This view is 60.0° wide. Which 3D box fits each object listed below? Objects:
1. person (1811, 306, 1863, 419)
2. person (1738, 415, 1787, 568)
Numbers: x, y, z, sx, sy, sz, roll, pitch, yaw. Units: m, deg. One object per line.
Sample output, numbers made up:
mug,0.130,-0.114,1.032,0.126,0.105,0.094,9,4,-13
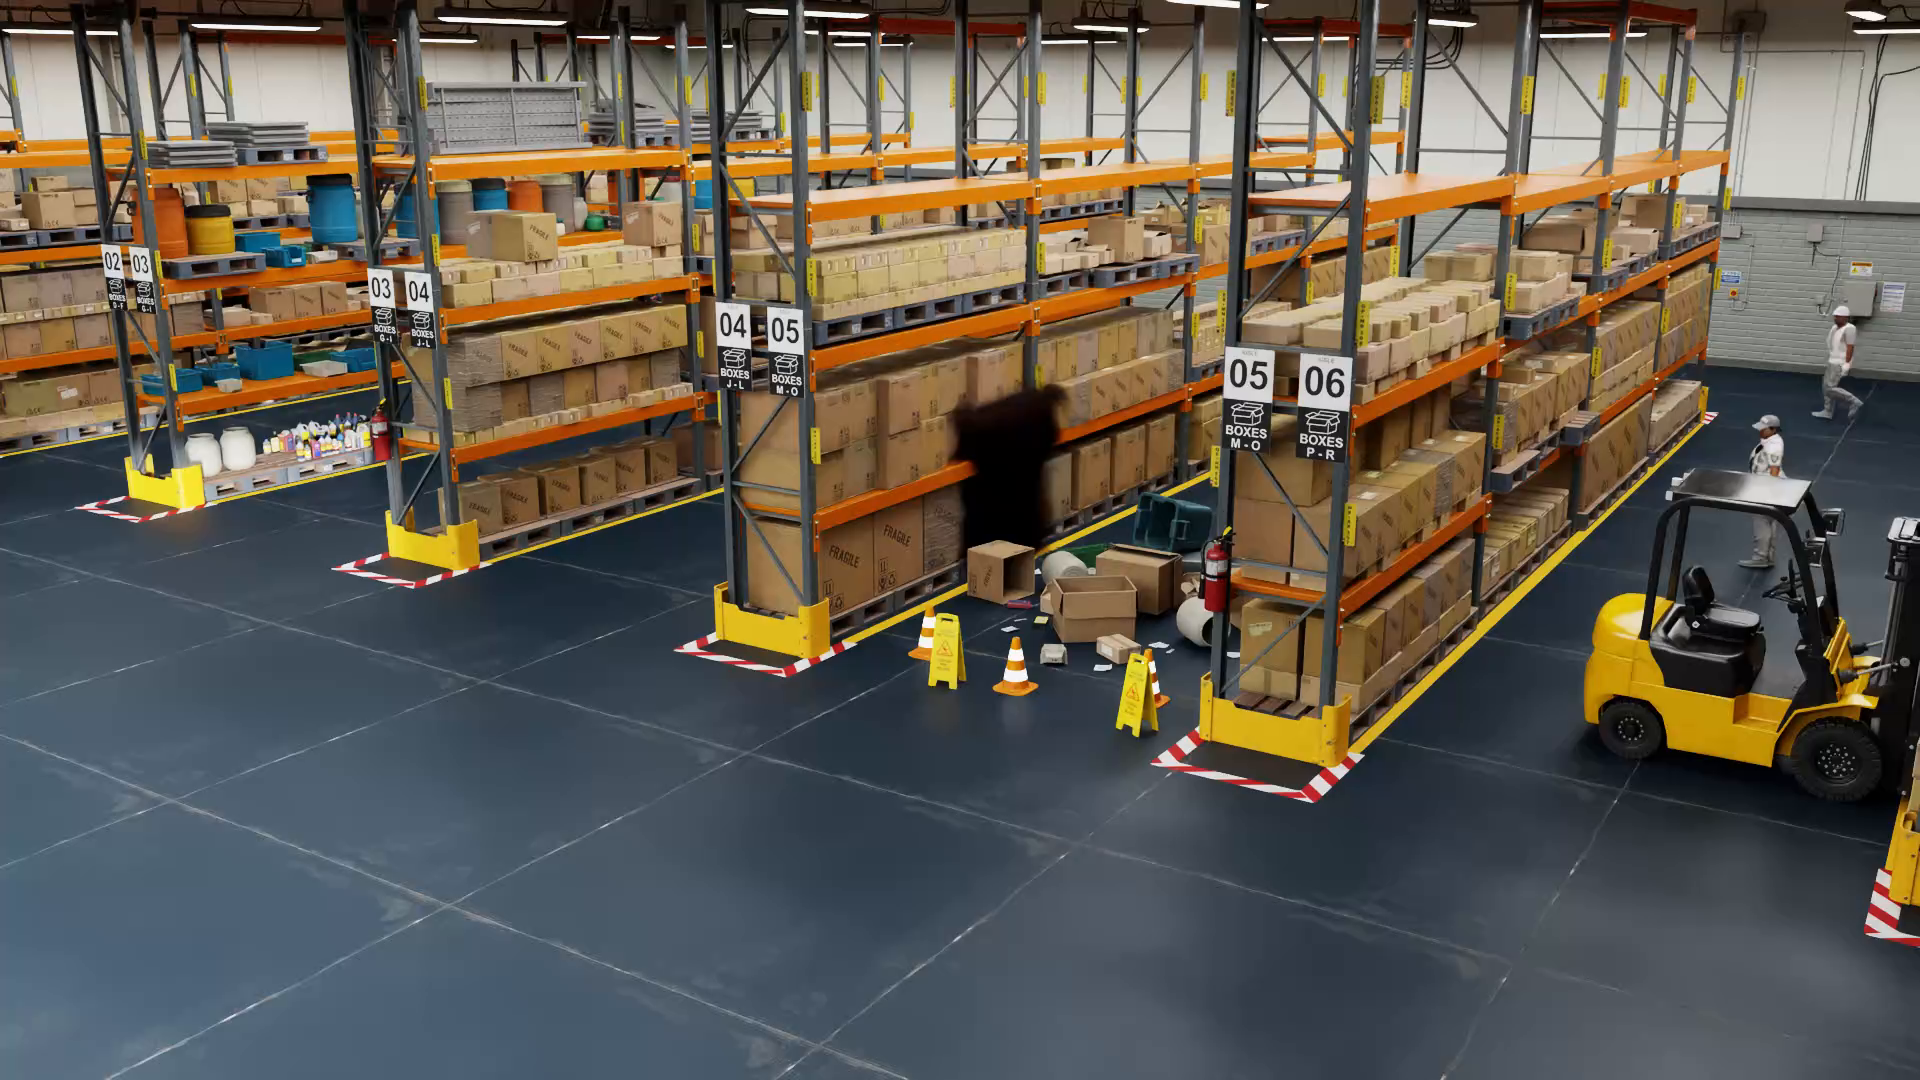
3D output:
person,13.663,-2.732,25.709,0.708,1.763,0.558,10,18,31
person,8.748,-0.541,18.063,0.411,1.667,0.526,13,20,38
